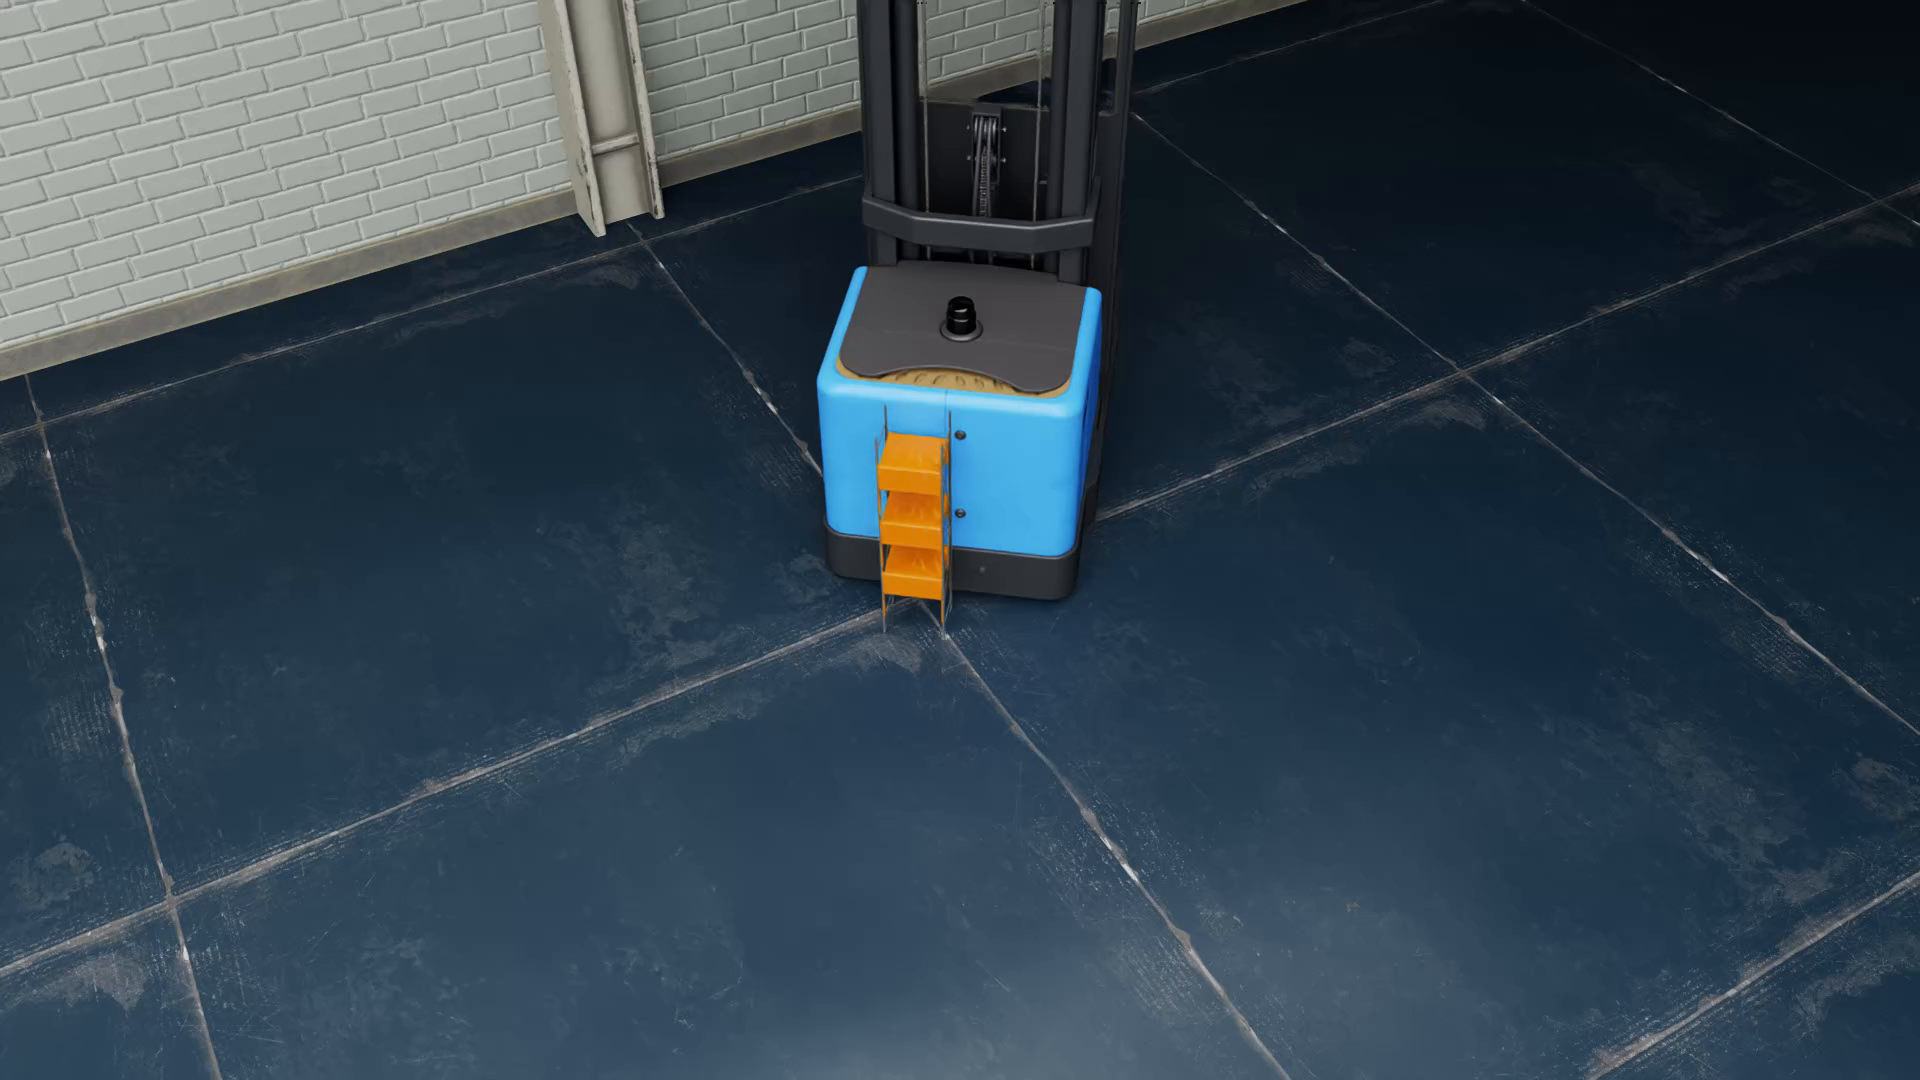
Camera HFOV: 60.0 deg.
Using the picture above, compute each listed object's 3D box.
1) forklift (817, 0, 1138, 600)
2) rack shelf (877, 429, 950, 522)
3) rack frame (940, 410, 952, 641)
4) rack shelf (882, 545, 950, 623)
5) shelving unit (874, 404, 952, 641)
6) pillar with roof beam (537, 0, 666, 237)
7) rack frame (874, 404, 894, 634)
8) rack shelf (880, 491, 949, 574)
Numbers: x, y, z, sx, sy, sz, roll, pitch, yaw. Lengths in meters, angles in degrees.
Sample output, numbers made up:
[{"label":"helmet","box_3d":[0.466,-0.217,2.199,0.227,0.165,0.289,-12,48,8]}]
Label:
[{"label":"forklift","box_3d":[0.180,-1.841,6.972,1.130,2.935,3.031,6,44,6]},{"label":"rack shelf","box_3d":[-0.172,-0.245,6.286,0.240,0.259,0.215,6,45,6]},{"label":"rack frame","box_3d":[-0.052,-0.036,6.463,0.008,1.050,0.200,6,45,6]},{"label":"rack shelf","box_3d":[-0.172,0.158,6.677,0.240,0.259,0.215,6,45,6]},{"label":"shelving unit","box_3d":[-0.172,-0.049,6.476,0.252,1.050,0.215,6,45,6]},{"label":"pillar with roof beam","box_3d":[0.308,-2.401,3.192,0.400,9.000,9.100,-22,48,-21]},{"label":"rack frame","box_3d":[-0.293,-0.063,6.490,0.008,1.050,0.200,6,45,6]},{"label":"rack shelf","box_3d":[-0.172,-0.042,6.484,0.240,0.259,0.215,6,45,6]}]
